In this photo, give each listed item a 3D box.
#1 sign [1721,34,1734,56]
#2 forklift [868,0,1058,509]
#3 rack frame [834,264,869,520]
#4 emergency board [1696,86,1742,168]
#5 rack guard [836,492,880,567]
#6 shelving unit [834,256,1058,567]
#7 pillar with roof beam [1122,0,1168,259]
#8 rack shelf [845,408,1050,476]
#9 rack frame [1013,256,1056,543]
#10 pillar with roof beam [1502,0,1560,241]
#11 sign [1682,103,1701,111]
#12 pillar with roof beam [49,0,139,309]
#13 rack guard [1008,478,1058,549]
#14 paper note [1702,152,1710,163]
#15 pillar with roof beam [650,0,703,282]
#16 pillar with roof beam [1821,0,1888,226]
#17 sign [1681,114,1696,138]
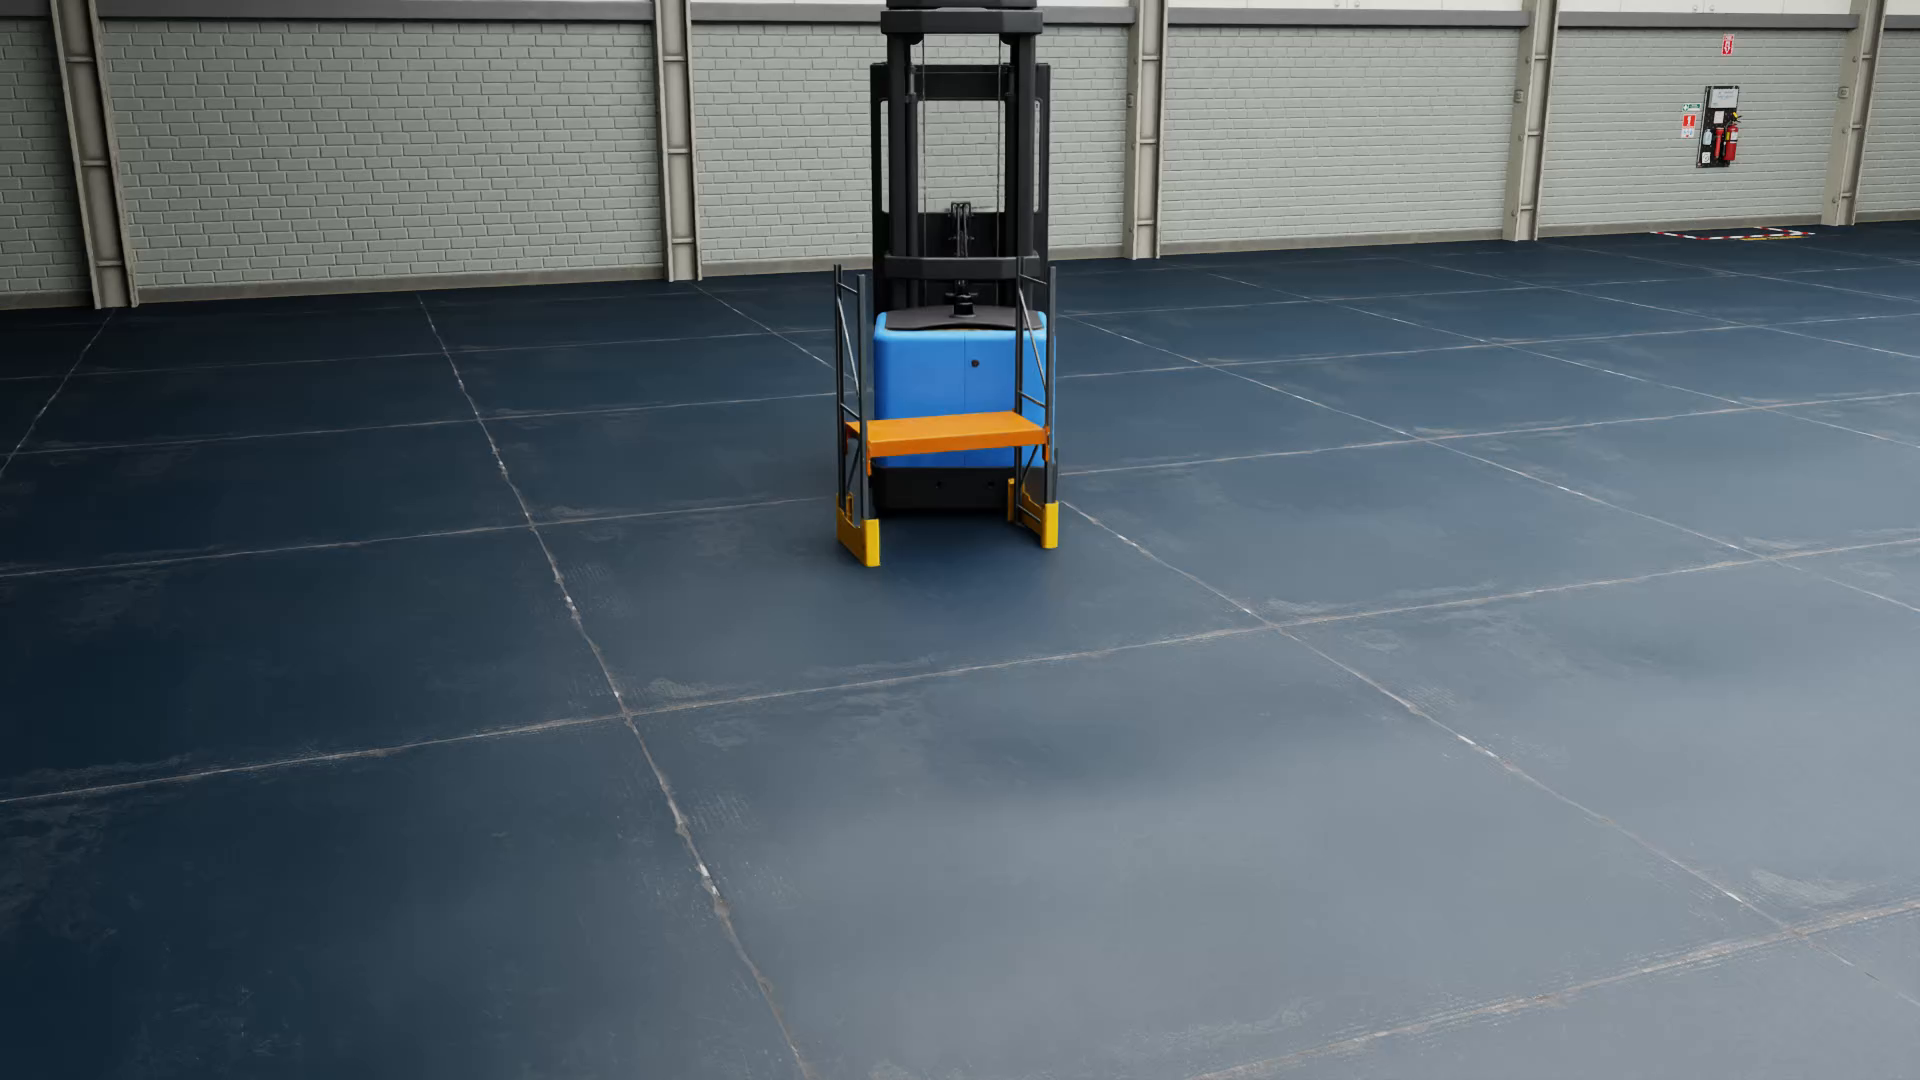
[{"bbox_3d":[11.190,-7.217,24.237,0.199,0.298,0.001,-6,17,-20],"label":"sign"},{"bbox_3d":[-0.004,-1.943,10.514,1.130,2.935,3.031,0,16,-1],"label":"forklift"},{"bbox_3d":[-0.565,-0.658,8.678,0.032,1.500,0.500,-5,17,-18],"label":"rack frame"},{"bbox_3d":[11.233,-6.080,24.477,0.643,1.169,0.194,-6,17,-20],"label":"emergency board"},{"bbox_3d":[-0.546,-0.060,8.860,0.087,0.250,0.587,-5,17,-18],"label":"rack guard"},{"bbox_3d":[-0.074,-0.705,8.837,1.083,1.500,0.587,-5,17,-18],"label":"shelving unit"},{"bbox_3d":[3.889,-6.855,16.469,0.400,9.000,9.100,-6,17,-20],"label":"pillar with roof beam"},{"bbox_3d":[-0.083,-0.532,8.885,1.000,0.185,0.538,-5,17,-18],"label":"rack shelf"},{"bbox_3d":[0.398,-0.750,8.991,0.032,1.500,0.500,-5,17,-18],"label":"rack frame"},{"bbox_3d":[9.492,-7.460,18.529,0.400,9.000,9.100,-6,17,-20],"label":"pillar with roof beam"},{"bbox_3d":[10.687,-6.320,24.294,0.331,0.109,0.001,-6,17,-20],"label":"sign"},{"bbox_3d":[-7.316,-5.645,12.349,0.400,9.000,9.100,-6,17,-20],"label":"pillar with roof beam"},{"bbox_3d":[0.397,-0.150,9.166,0.087,0.250,0.587,-5,17,-18],"label":"rack guard"},{"bbox_3d":[11.043,-5.657,24.603,0.142,0.148,0.016,-6,17,-20],"label":"paper note"},{"bbox_3d":[-1.713,-6.250,14.409,0.400,9.000,9.100,-6,17,-20],"label":"pillar with roof beam"},{"bbox_3d":[15.095,-8.064,20.589,0.400,9.000,9.100,-6,17,-20],"label":"pillar with roof beam"},{"bbox_3d":[10.680,-6.068,24.375,0.234,0.329,0.001,-6,17,-20],"label":"sign"}]
